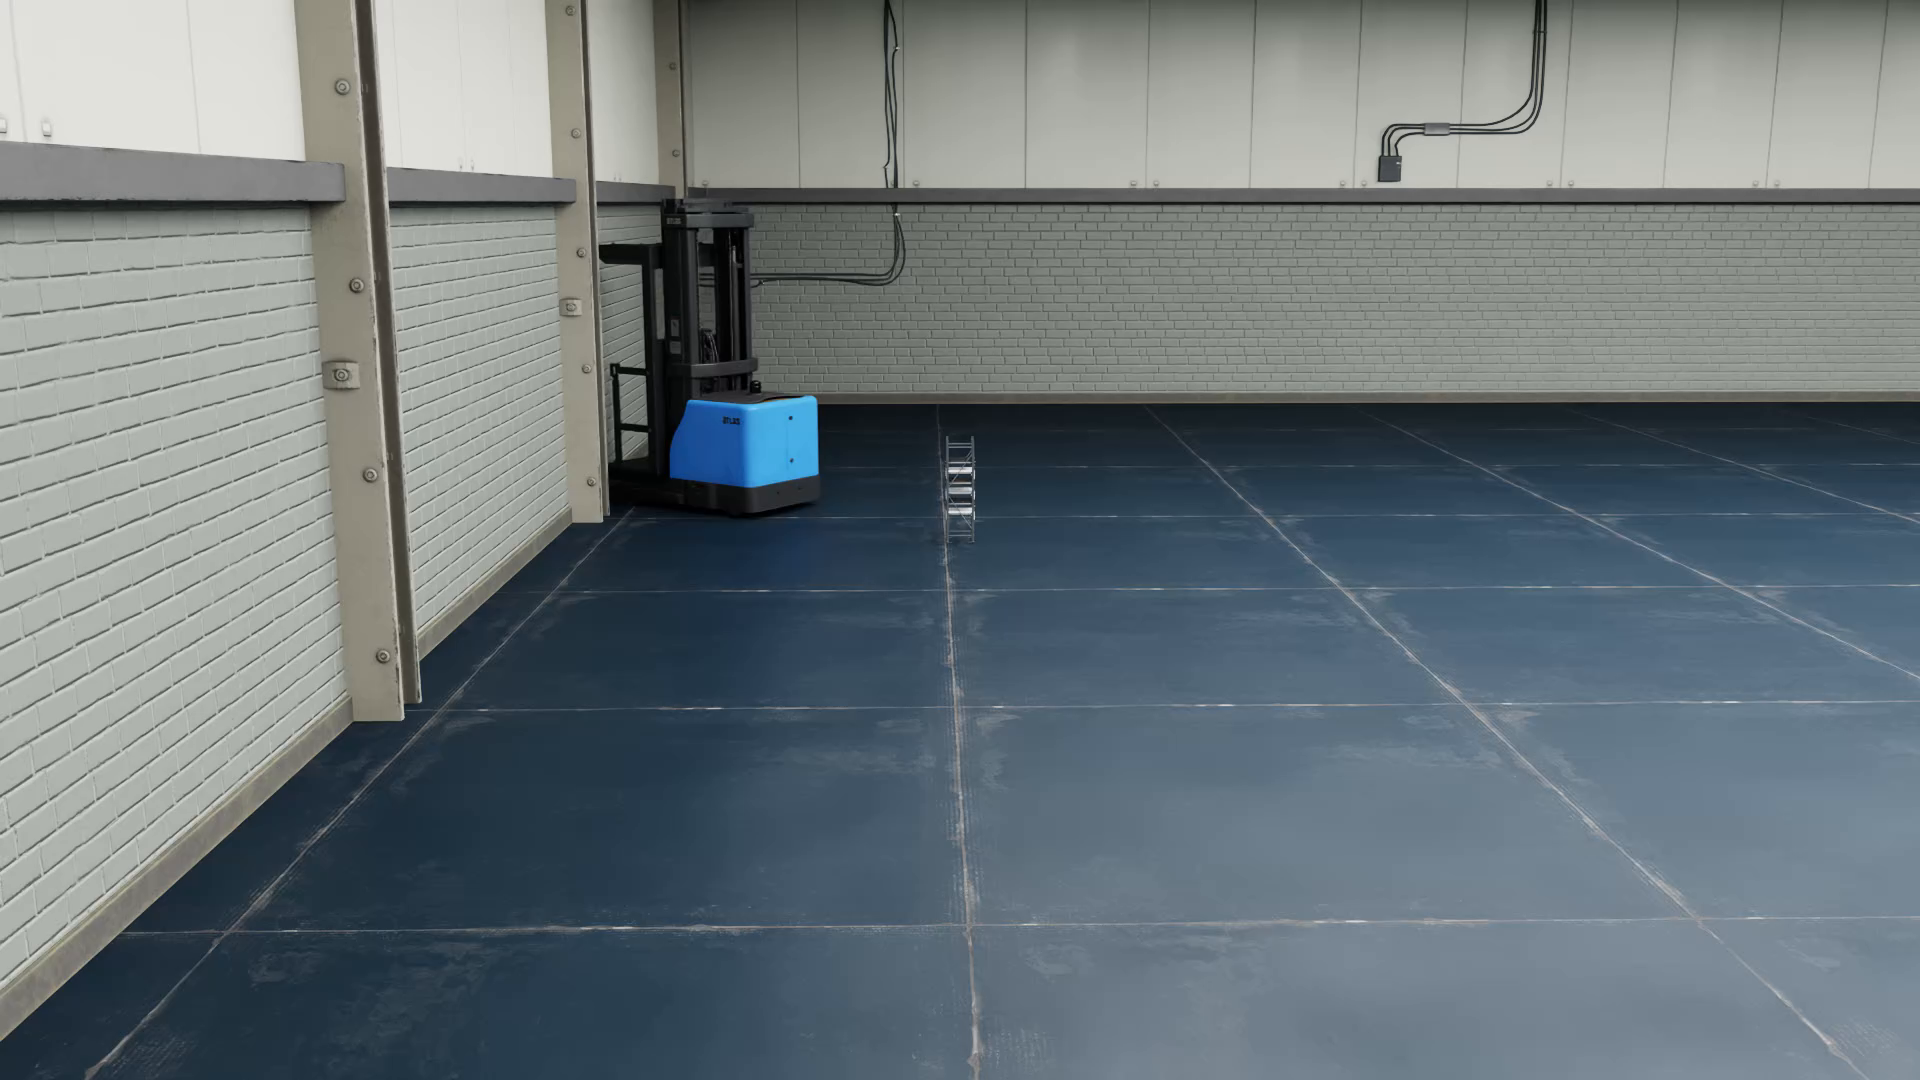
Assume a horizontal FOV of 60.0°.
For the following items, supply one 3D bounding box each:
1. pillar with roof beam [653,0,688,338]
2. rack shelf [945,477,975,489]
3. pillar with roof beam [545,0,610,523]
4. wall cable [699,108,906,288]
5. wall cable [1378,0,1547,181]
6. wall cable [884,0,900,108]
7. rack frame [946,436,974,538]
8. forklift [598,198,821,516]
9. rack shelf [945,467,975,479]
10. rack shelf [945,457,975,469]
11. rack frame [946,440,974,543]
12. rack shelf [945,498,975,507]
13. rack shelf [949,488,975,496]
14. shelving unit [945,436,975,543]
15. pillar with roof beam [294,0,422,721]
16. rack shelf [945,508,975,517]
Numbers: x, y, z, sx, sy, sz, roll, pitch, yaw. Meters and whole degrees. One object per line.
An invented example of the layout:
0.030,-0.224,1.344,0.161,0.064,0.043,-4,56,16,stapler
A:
0.715,-5.821,20.619,9.100,9.000,0.400,0,11,-1,pillar with roof beam
0.000,-0.495,14.450,0.258,0.077,0.200,0,11,-1,rack shelf
0.839,-4.628,14.740,9.100,9.000,0.400,0,11,-1,pillar with roof beam
-2.328,-4.873,23.754,3.097,2.526,0.112,0,11,-1,wall cable
7.164,-8.097,23.284,2.305,6.003,0.169,0,11,-1,wall cable
0.377,-7.359,23.307,3.097,2.526,0.112,0,11,-1,wall cable
-0.002,-0.460,14.561,0.240,0.900,0.006,0,11,-1,rack frame
-2.850,-1.867,16.392,3.031,2.935,1.130,8,14,35,forklift
0.000,-0.583,14.433,0.258,0.077,0.200,0,11,-1,rack shelf
0.000,-0.671,14.415,0.258,0.077,0.200,0,11,-1,rack shelf
0.002,-0.419,14.362,0.240,0.900,0.006,0,11,-1,rack frame
0.000,-0.319,14.486,0.258,0.077,0.200,0,11,-1,rack shelf
0.000,-0.407,14.468,0.258,0.077,0.200,0,11,-1,rack shelf
0.000,-0.439,14.462,0.258,0.900,0.210,0,11,-1,shelving unit
0.963,-3.436,8.862,9.100,9.000,0.400,0,11,-1,pillar with roof beam
0.000,-0.230,14.504,0.258,0.077,0.200,0,11,-1,rack shelf
